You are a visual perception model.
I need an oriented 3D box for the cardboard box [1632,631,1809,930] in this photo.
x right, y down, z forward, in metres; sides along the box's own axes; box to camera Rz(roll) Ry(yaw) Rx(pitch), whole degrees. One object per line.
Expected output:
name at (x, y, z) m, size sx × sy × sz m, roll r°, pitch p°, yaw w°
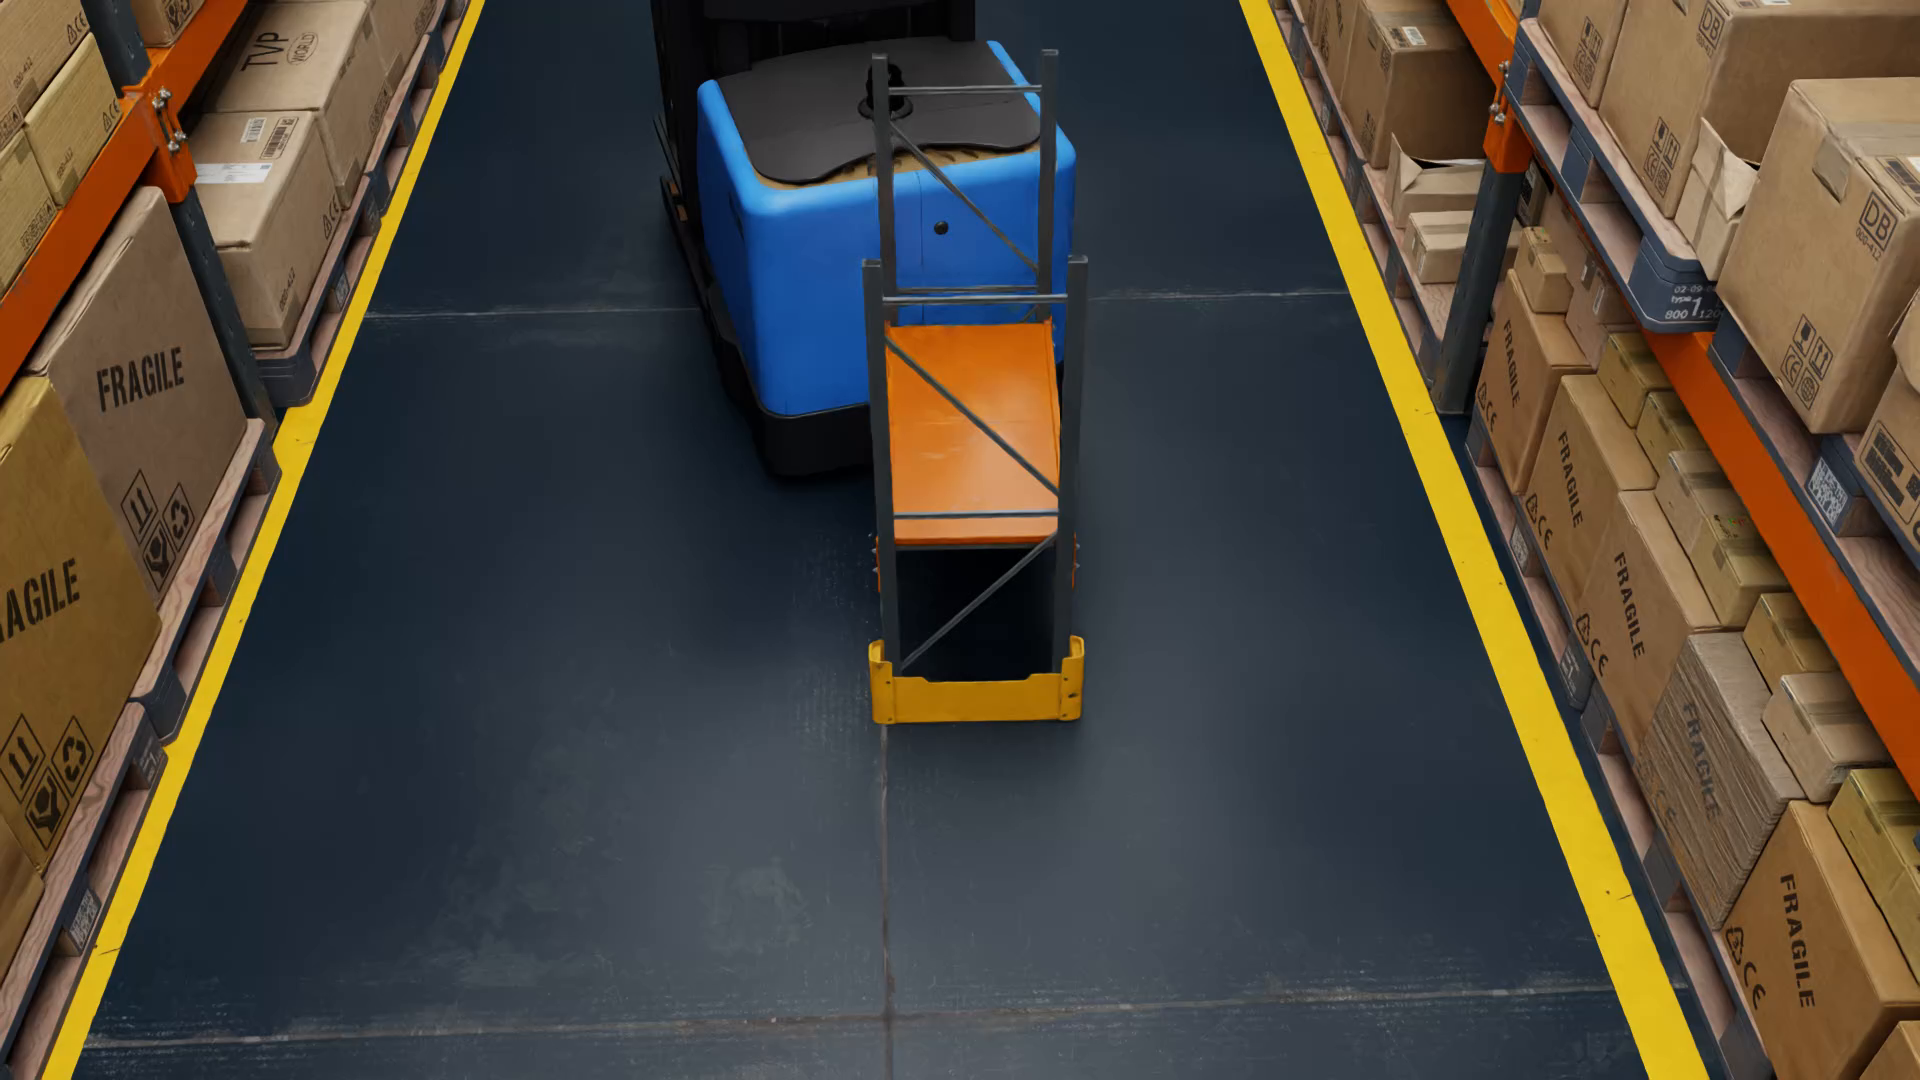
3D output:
cardboard box at (2.000, 0.560, 3.958) m, size 0.500 × 0.500 × 0.500 m, roll -3°, pitch 43°, yaw -3°

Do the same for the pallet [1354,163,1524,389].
pallet at (2.111, -1.022, 6.209) m, size 1.003 × 0.211 × 1.213 m, roll -2°, pitch 43°, yaw -2°

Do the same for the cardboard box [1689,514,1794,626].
cardboard box at (2.007, 0.071, 4.012) m, size 0.380 × 0.149 × 0.250 m, roll 0°, pitch 43°, yaw 0°

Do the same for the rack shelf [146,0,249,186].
rack shelf at (-2.905, -2.526, 6.318) m, size 1.077 × 0.370 × 4.000 m, roll -2°, pitch 43°, yaw -2°

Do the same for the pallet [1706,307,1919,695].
pallet at (2.222, -0.128, 3.311) m, size 1.003 × 0.211 × 1.213 m, roll -2°, pitch 43°, yaw -2°

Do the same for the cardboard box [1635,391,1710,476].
cardboard box at (2.025, -0.266, 4.380) m, size 0.380 × 0.149 × 0.250 m, roll -2°, pitch 43°, yaw -3°

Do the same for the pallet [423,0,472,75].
pallet at (-2.877, -2.576, 7.904) m, size 1.003 × 0.211 × 1.213 m, roll -2°, pitch 43°, yaw -2°

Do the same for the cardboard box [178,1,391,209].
cardboard box at (-2.778, -1.683, 6.451) m, size 0.875 × 0.438 × 0.875 m, roll -3°, pitch 43°, yaw -3°

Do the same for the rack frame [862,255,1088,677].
rack frame at (0.040, -0.062, 4.188) m, size 0.500 × 1.500 × 0.032 m, roll -1°, pitch 42°, yaw 0°

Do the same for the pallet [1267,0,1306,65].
pallet at (2.008, -2.669, 8.006) m, size 1.003 × 0.211 × 1.213 m, roll -2°, pitch 43°, yaw -2°

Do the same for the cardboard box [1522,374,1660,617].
cardboard box at (1.968, -0.127, 4.708) m, size 0.500 × 0.500 × 0.500 m, roll -2°, pitch 43°, yaw -2°

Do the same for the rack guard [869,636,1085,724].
rack guard at (0.047, 0.390, 4.620) m, size 0.587 × 0.250 × 0.087 m, roll -1°, pitch 42°, yaw 0°

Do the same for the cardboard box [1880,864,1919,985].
cardboard box at (2.060, 0.774, 3.245) m, size 0.380 × 0.149 × 0.250 m, roll 0°, pitch 43°, yaw -1°

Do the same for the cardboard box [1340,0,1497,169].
cardboard box at (1.942, -1.825, 6.560) m, size 0.700 × 0.500 × 0.500 m, roll -3°, pitch 43°, yaw -3°

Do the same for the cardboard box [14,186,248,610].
cardboard box at (-2.713, -0.396, 4.724) m, size 0.875 × 0.875 × 0.875 m, roll 0°, pitch 43°, yaw 0°

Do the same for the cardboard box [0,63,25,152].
cardboard box at (-2.529, -0.942, 3.799) m, size 0.500 × 0.250 × 0.500 m, roll -1°, pitch 43°, yaw -1°

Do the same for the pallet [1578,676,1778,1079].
pallet at (2.266, 0.816, 4.204) m, size 1.003 × 0.211 × 1.213 m, roll -2°, pitch 43°, yaw -2°

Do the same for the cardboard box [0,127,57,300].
cardboard box at (-2.528, -0.746, 3.955) m, size 0.500 × 0.250 × 0.500 m, roll -2°, pitch 43°, yaw -2°

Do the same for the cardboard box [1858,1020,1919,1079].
cardboard box at (2.066, 1.263, 3.191) m, size 0.500 × 0.500 × 0.500 m, roll -2°, pitch 43°, yaw -2°

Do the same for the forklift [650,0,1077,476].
forklift at (-0.555, -2.297, 5.586) m, size 1.130 × 2.935 × 3.031 m, roll -12°, pitch 44°, yaw -13°

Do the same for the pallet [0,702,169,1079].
pallet at (-2.657, 0.931, 4.078) m, size 1.003 × 0.211 × 1.213 m, roll -2°, pitch 43°, yaw -2°

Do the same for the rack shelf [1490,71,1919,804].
rack shelf at (2.224, 0.029, 3.531) m, size 1.077 × 0.370 × 4.000 m, roll -2°, pitch 43°, yaw -2°

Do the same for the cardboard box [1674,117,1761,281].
cardboard box at (1.815, -0.742, 3.629) m, size 0.396 × 0.266 × 0.258 m, roll 0°, pitch 43°, yaw 0°

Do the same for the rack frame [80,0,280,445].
rack frame at (-2.820, -1.441, 4.602) m, size 1.000 × 3.000 × 0.127 m, roll -2°, pitch 43°, yaw -2°

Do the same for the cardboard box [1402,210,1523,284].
cardboard box at (1.822, -1.058, 5.983) m, size 0.380 × 0.149 × 0.250 m, roll -3°, pitch 43°, yaw -3°

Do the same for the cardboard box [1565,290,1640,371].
cardboard box at (1.978, -0.624, 4.770) m, size 0.380 × 0.149 × 0.250 m, roll -3°, pitch 43°, yaw -3°

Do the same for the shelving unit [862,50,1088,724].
shelving unit at (0.031, -0.407, 4.572) m, size 0.587 × 1.500 × 1.083 m, roll -1°, pitch 42°, yaw 0°

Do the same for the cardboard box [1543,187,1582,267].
cardboard box at (1.949, -0.920, 4.873) m, size 0.380 × 0.149 × 0.250 m, roll -2°, pitch 43°, yaw -3°

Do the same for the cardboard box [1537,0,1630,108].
cardboard box at (1.936, -1.445, 4.222) m, size 0.700 × 0.500 × 0.500 m, roll -1°, pitch 43°, yaw -1°

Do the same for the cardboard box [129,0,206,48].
cardboard box at (-2.578, -1.802, 4.922) m, size 0.500 × 0.500 × 0.500 m, roll 0°, pitch 43°, yaw 0°

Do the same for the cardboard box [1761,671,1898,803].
cardboard box at (2.007, 0.420, 3.631) m, size 0.380 × 0.149 × 0.250 m, roll -4°, pitch 43°, yaw -4°

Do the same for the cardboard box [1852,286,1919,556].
cardboard box at (2.055, -0.175, 2.834) m, size 0.797 × 0.503 × 0.637 m, roll -3°, pitch 43°, yaw -3°

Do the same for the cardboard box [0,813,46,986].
cardboard box at (-2.630, 0.817, 3.401) m, size 0.875 × 0.875 × 0.875 m, roll -1°, pitch 43°, yaw -1°

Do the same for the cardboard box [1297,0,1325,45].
cardboard box at (1.898, -2.526, 7.325) m, size 0.700 × 0.500 × 0.500 m, roll 0°, pitch 43°, yaw 0°

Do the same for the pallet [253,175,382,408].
pallet at (-2.774, -0.929, 6.107) m, size 1.003 × 0.211 × 1.213 m, roll -2°, pitch 43°, yaw -2°
